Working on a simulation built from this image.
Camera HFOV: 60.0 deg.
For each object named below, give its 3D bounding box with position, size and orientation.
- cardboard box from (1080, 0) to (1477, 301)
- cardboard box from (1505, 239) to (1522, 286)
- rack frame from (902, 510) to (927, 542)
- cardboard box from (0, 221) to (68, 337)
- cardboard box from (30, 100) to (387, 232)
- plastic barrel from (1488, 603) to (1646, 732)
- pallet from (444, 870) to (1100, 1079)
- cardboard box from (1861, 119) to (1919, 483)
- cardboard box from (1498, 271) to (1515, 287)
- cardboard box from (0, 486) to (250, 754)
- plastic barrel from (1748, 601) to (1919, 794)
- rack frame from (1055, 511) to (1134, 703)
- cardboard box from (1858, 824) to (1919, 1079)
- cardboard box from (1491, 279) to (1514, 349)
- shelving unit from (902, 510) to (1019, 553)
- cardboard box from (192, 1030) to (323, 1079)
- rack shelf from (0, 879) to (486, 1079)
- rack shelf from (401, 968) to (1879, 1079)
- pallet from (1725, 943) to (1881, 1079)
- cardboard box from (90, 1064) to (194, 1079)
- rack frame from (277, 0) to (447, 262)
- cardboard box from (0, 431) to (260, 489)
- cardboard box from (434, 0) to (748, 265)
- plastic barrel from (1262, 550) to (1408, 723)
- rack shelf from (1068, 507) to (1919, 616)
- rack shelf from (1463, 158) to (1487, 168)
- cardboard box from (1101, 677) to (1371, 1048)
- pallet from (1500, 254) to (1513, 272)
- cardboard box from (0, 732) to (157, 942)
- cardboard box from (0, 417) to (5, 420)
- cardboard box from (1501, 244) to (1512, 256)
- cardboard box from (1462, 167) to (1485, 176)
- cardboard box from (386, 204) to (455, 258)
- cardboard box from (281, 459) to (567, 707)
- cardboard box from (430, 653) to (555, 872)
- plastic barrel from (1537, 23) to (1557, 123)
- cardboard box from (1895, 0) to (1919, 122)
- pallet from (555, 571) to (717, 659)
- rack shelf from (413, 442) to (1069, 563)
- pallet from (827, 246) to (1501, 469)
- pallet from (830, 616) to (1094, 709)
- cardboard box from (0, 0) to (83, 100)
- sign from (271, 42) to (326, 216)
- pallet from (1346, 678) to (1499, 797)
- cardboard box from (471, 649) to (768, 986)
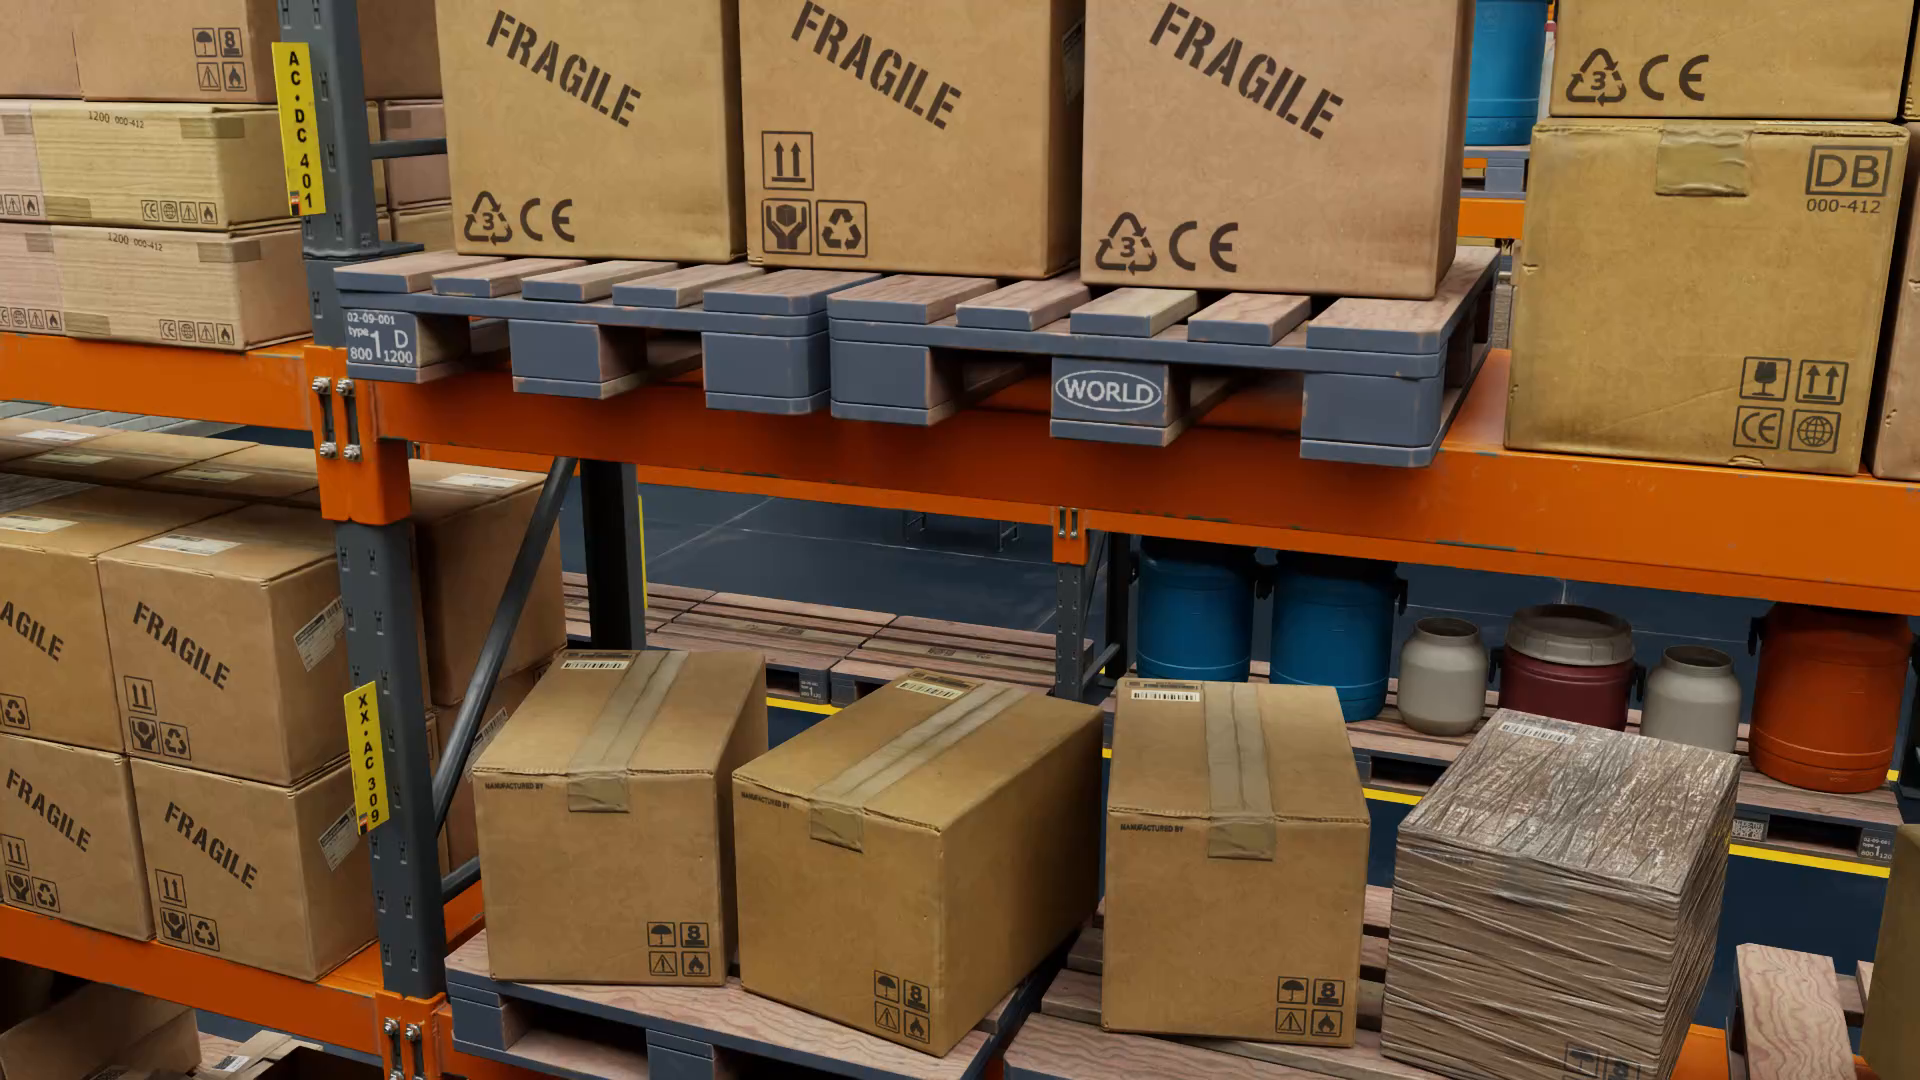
[{"bbox_3d":[0.590,-0.784,3.003,0.600,0.600,0.600,6,17,18],"label":"cardboard box"},{"bbox_3d":[4.360,-2.155,12.239,0.637,0.503,0.797,7,18,22],"label":"cardboard box"},{"bbox_3d":[-0.334,-0.757,12.091,0.023,1.500,0.400,6,17,21],"label":"rack frame"},{"bbox_3d":[-2.104,-0.656,3.941,0.500,0.250,0.500,6,17,21],"label":"cardboard box"},{"bbox_3d":[-1.645,-0.840,3.681,0.500,0.250,0.500,6,17,21],"label":"cardboard box"},{"bbox_3d":[2.937,0.668,8.066,0.708,0.588,0.600,6,17,21],"label":"plastic barrel"},{"bbox_3d":[-0.390,0.950,3.867,1.213,0.211,1.003,6,17,21],"label":"pallet"},{"bbox_3d":[1.735,-0.420,2.681,0.500,0.500,0.910,6,17,21],"label":"cardboard box"},{"bbox_3d":[4.027,-1.788,12.774,0.500,0.500,0.500,6,17,20],"label":"cardboard box"},{"bbox_3d":[-2.136,0.183,4.190,0.500,0.500,0.500,6,17,20],"label":"cardboard box"},{"bbox_3d":[3.987,0.667,7.634,0.708,0.830,0.600,6,17,21],"label":"plastic barrel"},{"bbox_3d":[0.728,-0.537,8.643,0.127,3.000,1.000,6,17,21],"label":"rack frame"},{"bbox_3d":[2.001,0.872,2.858,0.500,0.500,0.700,1,16,2],"label":"cardboard box"},{"bbox_3d":[3.815,-1.655,12.315,0.500,0.500,0.500,6,17,19],"label":"cardboard box"},{"bbox_3d":[0.006,-0.720,11.962,0.755,1.500,0.431,6,17,21],"label":"shelving unit"},{"bbox_3d":[-2.213,1.712,5.190,0.250,0.166,0.380,6,17,21],"label":"cardboard box"},{"bbox_3d":[-2.954,0.888,5.024,4.000,0.370,1.077,6,17,21],"label":"rack shelf"},{"bbox_3d":[0.767,1.297,3.614,4.000,0.370,1.077,6,17,21],"label":"rack shelf"},{"bbox_3d":[1.972,1.198,3.012,1.003,0.211,1.213,6,17,21],"label":"pallet"},{"bbox_3d":[-2.425,1.766,4.744,0.500,0.311,0.500,6,17,21],"label":"cardboard box"},{"bbox_3d":[-1.093,-2.134,3.382,0.127,3.000,1.000,6,17,21],"label":"rack frame"},{"bbox_3d":[-2.386,-0.007,4.846,0.500,0.500,0.500,6,17,19],"label":"cardboard box"},{"bbox_3d":[-0.652,-0.920,3.471,0.600,0.600,0.600,5,17,15],"label":"cardboard box"},{"bbox_3d":[1.886,0.402,8.420,0.708,0.901,0.600,6,17,21],"label":"plastic barrel"},{"bbox_3d":[2.588,0.013,8.038,4.000,0.370,1.077,6,17,21],"label":"rack shelf"},{"bbox_3d":[4.406,-2.712,12.045,4.000,0.370,1.077,6,17,21],"label":"rack shelf"},{"bbox_3d":[0.573,0.662,3.579,0.500,0.500,0.700,2,16,7],"label":"cardboard box"},{"bbox_3d":[5.117,-2.889,17.090,1.213,0.211,1.003,6,17,21],"label":"pallet"},{"bbox_3d":[-2.132,0.662,4.332,0.500,0.500,0.500,7,18,22],"label":"cardboard box"},{"bbox_3d":[-3.345,-0.112,5.208,0.500,0.500,0.500,7,18,22],"label":"cardboard box"},{"bbox_3d":[5.381,-2.940,16.616,0.250,0.149,0.380,6,17,21],"label":"cardboard box"},{"bbox_3d":[6.485,-4.800,21.356,0.500,0.500,0.500,6,17,21],"label":"cardboard box"},{"bbox_3d":[-1.455,-0.735,4.214,0.500,0.250,0.500,6,17,21],"label":"cardboard box"},{"bbox_3d":[-1.428,0.098,4.483,0.500,0.500,0.500,7,18,22],"label":"cardboard box"},{"bbox_3d":[-1.467,0.577,4.628,0.500,0.500,0.500,7,18,22],"label":"cardboard box"},{"bbox_3d":[2.744,-1.977,7.228,0.433,0.535,0.433,0,16,0],"label":"plastic barrel"},{"bbox_3d":[1.750,-0.911,2.577,0.500,0.500,0.500,6,17,21],"label":"cardboard box"},{"bbox_3d":[-2.240,0.488,10.116,1.213,0.211,1.003,6,17,21],"label":"pallet"},{"bbox_3d":[-1.133,-0.396,9.448,4.000,0.370,1.077,6,17,21],"label":"rack shelf"},{"bbox_3d":[0.454,-0.413,3.172,1.003,0.211,1.213,6,17,21],"label":"pallet"},{"bbox_3d":[0.029,0.737,9.256,1.213,0.211,1.003,6,17,21],"label":"pallet"},{"bbox_3d":[-1.973,-1.349,4.087,0.500,0.500,0.700,6,17,21],"label":"cardboard box"},{"bbox_3d":[-1.285,-0.800,3.241,0.005,0.325,0.100,6,17,21],"label":"sign"},{"bbox_3d":[2.569,1.016,8.294,1.213,0.211,1.003,6,17,21],"label":"pallet"},{"bbox_3d":[-0.735,0.604,3.780,0.500,0.500,0.700,1,16,2],"label":"cardboard box"}]
